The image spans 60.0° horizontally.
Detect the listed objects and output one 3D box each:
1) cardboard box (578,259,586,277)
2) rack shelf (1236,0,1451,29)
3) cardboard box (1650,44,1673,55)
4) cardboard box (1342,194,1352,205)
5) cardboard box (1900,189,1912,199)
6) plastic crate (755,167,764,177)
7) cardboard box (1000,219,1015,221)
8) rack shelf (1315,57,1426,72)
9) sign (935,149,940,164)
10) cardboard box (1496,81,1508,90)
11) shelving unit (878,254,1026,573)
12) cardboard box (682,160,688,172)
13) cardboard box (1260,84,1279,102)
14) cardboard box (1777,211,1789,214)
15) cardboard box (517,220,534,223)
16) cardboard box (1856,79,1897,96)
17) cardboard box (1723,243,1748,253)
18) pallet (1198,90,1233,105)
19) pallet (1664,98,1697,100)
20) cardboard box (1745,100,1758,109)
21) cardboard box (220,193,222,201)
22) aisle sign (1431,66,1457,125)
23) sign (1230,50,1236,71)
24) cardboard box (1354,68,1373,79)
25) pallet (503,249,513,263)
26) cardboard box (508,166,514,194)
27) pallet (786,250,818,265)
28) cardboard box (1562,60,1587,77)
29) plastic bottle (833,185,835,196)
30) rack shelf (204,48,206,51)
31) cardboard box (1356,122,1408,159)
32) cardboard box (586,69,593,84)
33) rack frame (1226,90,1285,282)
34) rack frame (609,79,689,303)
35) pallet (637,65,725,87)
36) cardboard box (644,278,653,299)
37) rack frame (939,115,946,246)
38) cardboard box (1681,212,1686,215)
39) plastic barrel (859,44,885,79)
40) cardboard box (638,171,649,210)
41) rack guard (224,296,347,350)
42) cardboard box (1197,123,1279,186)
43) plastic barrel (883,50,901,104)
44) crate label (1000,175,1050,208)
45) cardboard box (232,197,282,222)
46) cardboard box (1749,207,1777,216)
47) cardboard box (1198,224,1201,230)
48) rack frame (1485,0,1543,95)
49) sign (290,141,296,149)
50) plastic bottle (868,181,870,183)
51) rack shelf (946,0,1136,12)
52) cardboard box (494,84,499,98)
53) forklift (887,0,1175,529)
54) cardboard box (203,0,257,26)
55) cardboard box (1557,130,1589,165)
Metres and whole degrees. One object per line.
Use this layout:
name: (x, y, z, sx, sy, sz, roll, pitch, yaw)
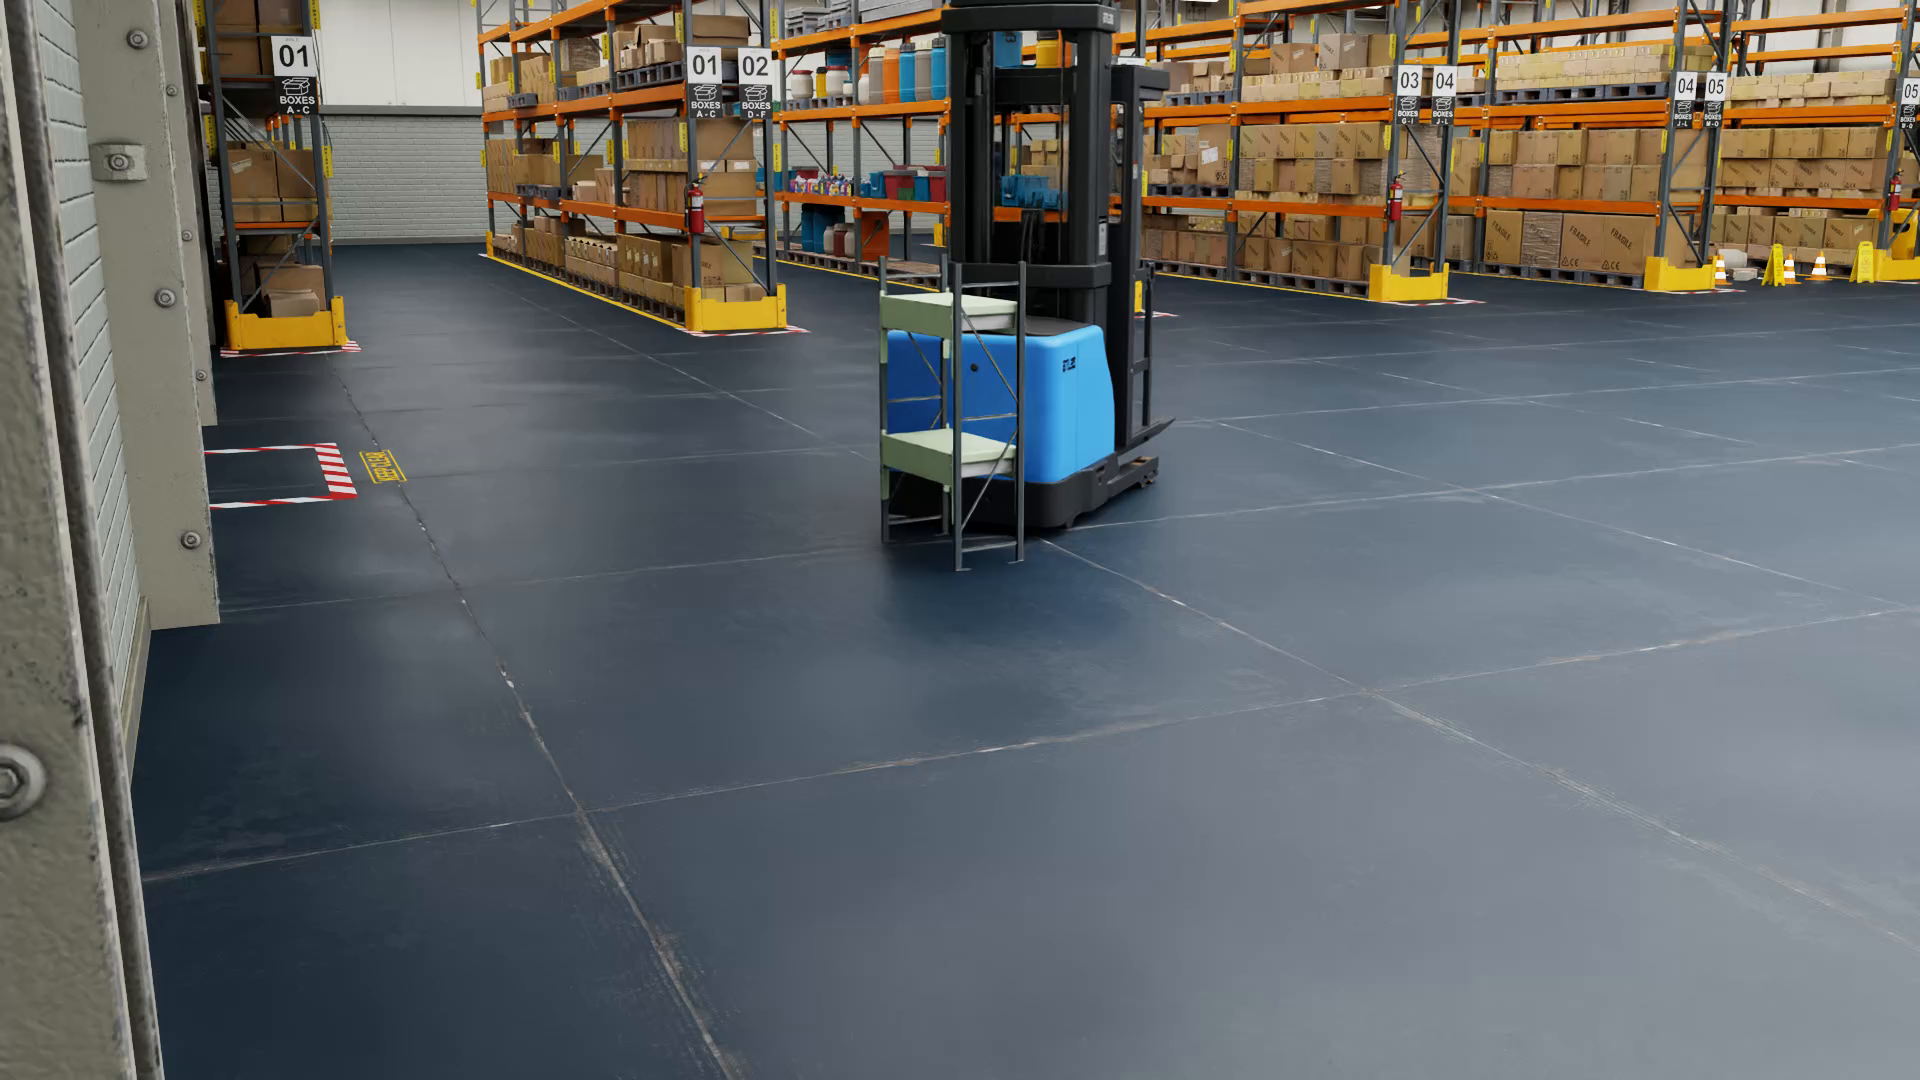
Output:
cardboard box: (-5.513, -4.157, 25.345, 0.500, 0.250, 0.500, -6, 14, -24)
rack shelf: (5.612, -7.862, 24.487, 1.077, 0.370, 4.000, -6, 14, -23)
cardboard box: (10.553, -7.325, 24.851, 0.380, 0.149, 0.250, -5, 14, -22)
cardboard box: (5.777, -4.948, 24.154, 0.380, 0.149, 0.250, -6, 14, -23)
cardboard box: (15.547, -5.740, 27.576, 0.380, 0.149, 0.250, -6, 14, -23)
plastic crate: (-4.229, -7.731, 35.409, 0.616, 0.435, 0.499, -6, 14, -23)
cardboard box: (1.415, -6.671, 34.821, 0.875, 0.875, 0.875, -6, 14, -23)
rack shelf: (9.885, -11.043, 39.111, 1.077, 0.370, 4.000, -6, 14, -23)
sign: (-0.507, -8.596, 37.261, 0.100, 0.325, 0.005, -6, 14, -23)
cardboard box: (9.230, -7.618, 27.886, 0.380, 0.149, 0.250, -6, 14, -24)
shelving unit: (-0.049, -0.666, 8.420, 0.431, 1.500, 0.755, -8, 15, -31)
cardboard box: (-3.099, -4.465, 19.849, 0.380, 0.149, 0.250, -5, 14, -22)
cardboard box: (4.973, -6.868, 25.574, 0.500, 0.250, 0.500, -6, 14, -23)
cardboard box: (17.342, -6.659, 35.323, 0.875, 0.625, 0.625, -5, 14, -21)
cardboard box: (-8.631, -6.197, 33.559, 0.500, 0.500, 0.500, -6, 14, -23)
cardboard box: (15.042, -7.388, 27.160, 0.500, 0.250, 0.500, -6, 14, -24)
cardboard box: (14.104, -5.209, 29.893, 0.500, 0.250, 0.500, -5, 14, -20)
pallet: (4.661, -7.212, 27.142, 1.213, 0.211, 1.003, -6, 14, -23)
pallet: (13.742, -8.107, 31.010, 1.213, 0.211, 1.003, -6, 14, -23)
cardboard box: (14.109, -7.697, 29.378, 0.380, 0.149, 0.250, -5, 14, -21)
cardboard box: (-11.240, -5.325, 25.740, 0.380, 0.149, 0.250, -6, 14, -25)
aisle sign: (6.713, -6.159, 23.065, 0.394, 0.787, 0.004, -6, 14, -23)
sign: (4.304, -7.559, 26.206, 0.100, 0.325, 0.005, -6, 14, -23)
cardboard box: (5.809, -6.601, 23.536, 0.380, 0.149, 0.250, -6, 14, -25)
pallet: (-8.239, -5.499, 32.164, 1.003, 0.211, 1.213, -6, 14, -23)
cardboard box: (-8.115, -6.699, 30.940, 0.500, 0.500, 0.500, -5, 14, -21)
pallet: (-2.661, -5.389, 31.685, 1.003, 0.211, 1.213, -6, 14, -23)
cardboard box: (9.945, -7.479, 26.401, 0.500, 0.250, 0.500, -5, 14, -22)
plastic bottle: (-2.199, -6.206, 29.472, 0.097, 0.201, 0.097, 0, 13, 0)
rack shelf: (-12.810, -8.806, 29.444, 1.077, 0.370, 4.000, -6, 14, -23)
cardboard box: (5.967, -5.651, 23.533, 0.500, 0.500, 0.500, -6, 14, -23)
cardboard box: (-5.410, -7.035, 25.362, 0.500, 0.250, 0.500, -5, 14, -21)
rack frame: (4.811, -5.705, 26.867, 1.000, 3.000, 0.127, -6, 14, -23)
rack frame: (-4.267, -4.811, 23.004, 1.000, 3.000, 0.127, -6, 14, -23)
pallet: (-3.417, -5.804, 20.837, 1.003, 0.211, 1.213, -6, 14, -23)
cardboard box: (-3.762, -3.242, 21.394, 0.500, 0.250, 0.500, -6, 14, -23)
rack frame: (0.004, -8.184, 37.579, 1.000, 3.000, 0.127, -6, 14, -23)
cardboard box: (16.268, -7.311, 36.980, 0.380, 0.149, 0.250, -6, 15, -26)
plastic barrel: (-1.554, -8.077, 28.578, 0.600, 0.830, 0.708, -6, 14, -23)
cardboard box: (-3.867, -4.660, 22.131, 0.700, 0.500, 0.500, -6, 14, -24)
rack guard: (-7.233, -2.334, 17.847, 1.175, 0.500, 0.348, -6, 14, -23)
cardboard box: (4.621, -6.379, 27.516, 1.000, 1.000, 1.000, -6, 14, -23)
plastic barrel: (-0.937, -7.430, 26.716, 0.600, 0.830, 0.708, -6, 14, -23)
crate label: (0.890, -4.804, 22.897, 0.502, 0.435, 0.616, -6, 14, -23)
cardboard box: (-7.567, -3.552, 17.853, 0.500, 0.250, 0.500, -5, 14, -22)
cardboard box: (14.193, -5.807, 29.375, 0.380, 0.149, 0.250, -5, 14, -20)
cardboard box: (5.520, -6.951, 36.982, 0.380, 0.149, 0.250, -5, 14, -22)
rack frame: (9.396, -9.055, 28.036, 1.000, 3.000, 0.127, -6, 14, -23)
sign: (-9.913, -5.766, 24.737, 0.100, 0.325, 0.005, -6, 14, -23)
plastic bottle: (-1.628, -6.389, 30.079, 0.061, 0.283, 0.133, -6, 14, -23)
rack shelf: (1.074, -7.222, 22.598, 1.077, 0.370, 4.000, -6, 14, -23)
cardboard box: (-8.510, -8.482, 31.437, 0.500, 0.250, 0.500, -6, 14, -23)
forklift: (0.601, -1.776, 10.042, 1.130, 2.935, 3.031, 5, 14, 22)
cardboard box: (-7.615, -5.609, 17.315, 0.500, 0.500, 0.500, -5, 14, -20)
cardboard box: (10.149, -6.316, 26.780, 0.875, 0.550, 0.500, -6, 14, -23)
